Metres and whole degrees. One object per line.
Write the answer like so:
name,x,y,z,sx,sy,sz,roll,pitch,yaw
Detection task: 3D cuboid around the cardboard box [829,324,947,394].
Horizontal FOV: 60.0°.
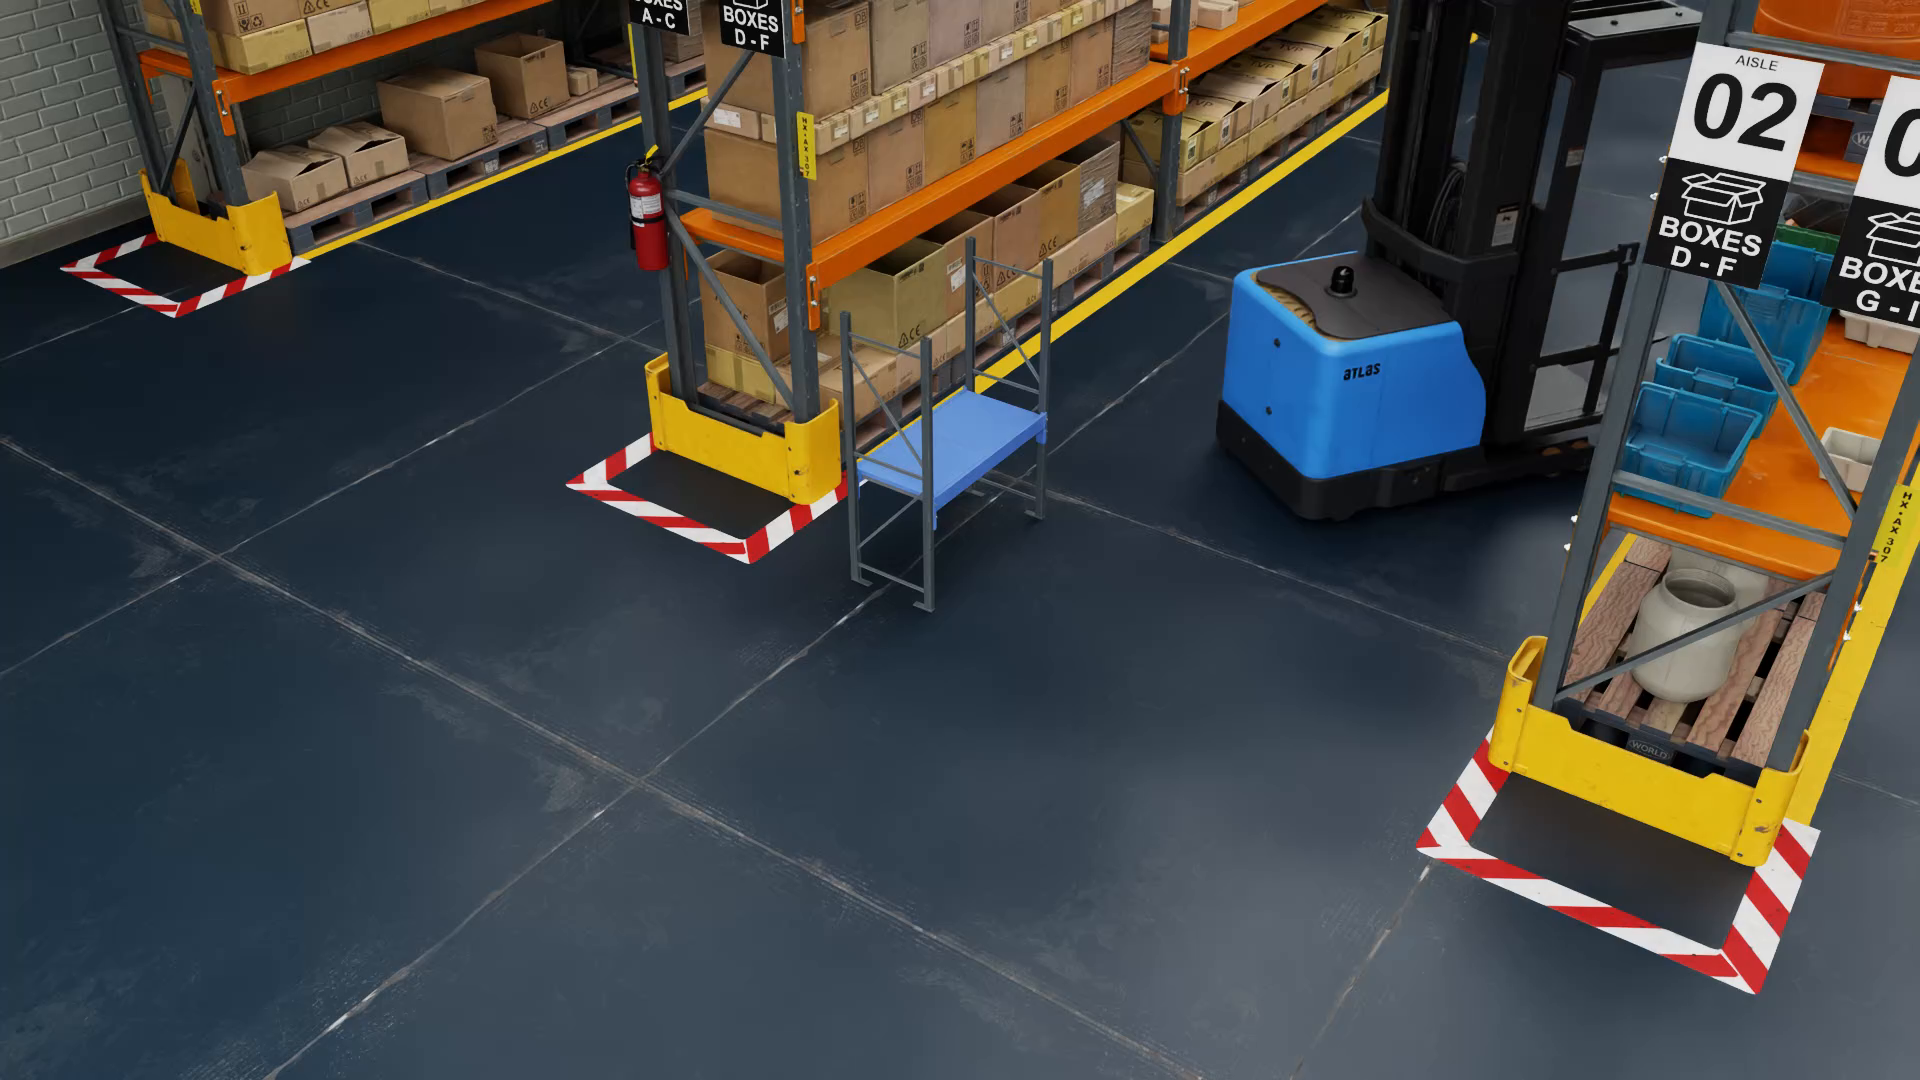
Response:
cardboard box,-0.424,-1.137,9.833,0.500,0.250,0.500,21,39,28

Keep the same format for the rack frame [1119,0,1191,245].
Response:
rack frame,1.086,-3.536,11.301,1.000,3.000,0.127,21,39,28

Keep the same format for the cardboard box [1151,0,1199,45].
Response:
cardboard box,1.331,-3.714,11.699,0.500,0.250,0.500,24,41,31

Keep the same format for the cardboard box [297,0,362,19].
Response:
cardboard box,-4.458,-3.880,11.257,0.500,0.500,0.500,21,40,28

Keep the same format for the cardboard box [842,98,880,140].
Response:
cardboard box,-0.646,-2.239,8.715,0.380,0.149,0.250,20,39,27

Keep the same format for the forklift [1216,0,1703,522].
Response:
forklift,3.033,-1.826,8.834,3.031,2.935,1.130,-12,36,-17

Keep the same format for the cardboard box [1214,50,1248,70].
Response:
cardboard box,1.949,-3.781,13.243,0.500,0.311,0.500,21,39,28

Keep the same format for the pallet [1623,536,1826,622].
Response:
pallet,4.041,0.063,8.469,1.003,0.211,1.213,21,39,28

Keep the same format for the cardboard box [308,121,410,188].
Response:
cardboard box,-4.473,-2.896,12.362,0.500,0.311,0.500,25,41,32

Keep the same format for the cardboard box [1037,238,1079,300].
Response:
cardboard box,0.435,-1.826,10.852,0.500,0.250,0.500,21,39,28

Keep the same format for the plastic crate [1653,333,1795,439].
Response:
plastic crate,3.287,-0.672,7.200,0.499,0.251,0.408,21,39,28

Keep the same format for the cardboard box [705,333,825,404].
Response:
cardboard box,-1.132,-1.071,9.736,0.500,0.250,0.500,21,39,28

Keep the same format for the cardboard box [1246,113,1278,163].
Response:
cardboard box,2.105,-3.151,12.812,0.500,0.250,0.500,20,39,27

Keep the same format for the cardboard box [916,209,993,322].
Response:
cardboard box,-0.148,-1.681,9.969,0.500,0.500,0.500,21,39,28

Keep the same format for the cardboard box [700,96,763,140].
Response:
cardboard box,-1.134,-2.242,8.719,0.380,0.149,0.250,21,39,27

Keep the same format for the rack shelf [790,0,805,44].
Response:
rack shelf,-0.055,-3.560,9.301,1.077,0.370,4.000,21,39,28

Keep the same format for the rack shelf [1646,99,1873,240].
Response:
rack shelf,4.013,-1.976,6.959,1.077,0.370,4.000,21,39,28

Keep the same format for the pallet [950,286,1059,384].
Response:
pallet,-0.097,-1.464,10.727,1.003,0.211,1.213,21,39,28

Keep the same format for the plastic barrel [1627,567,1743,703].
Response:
plastic barrel,3.185,0.418,7.300,0.421,0.512,0.421,0,34,0

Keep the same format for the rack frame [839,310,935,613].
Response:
rack frame,-0.338,-0.348,7.926,0.500,1.500,0.032,21,39,28

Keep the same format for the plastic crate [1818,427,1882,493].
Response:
plastic crate,3.647,-0.311,6.768,0.298,0.136,0.250,21,39,28

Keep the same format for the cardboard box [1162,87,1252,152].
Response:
cardboard box,1.816,-3.142,12.298,0.500,0.311,0.500,21,39,28

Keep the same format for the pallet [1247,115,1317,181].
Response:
pallet,2.169,-3.296,13.436,1.003,0.211,1.213,21,39,28

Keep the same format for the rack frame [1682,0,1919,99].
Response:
rack frame,2.872,-2.596,4.556,1.000,3.000,0.127,21,39,28

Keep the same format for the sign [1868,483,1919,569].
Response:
sign,3.322,-0.048,5.896,0.100,0.325,0.005,21,39,28

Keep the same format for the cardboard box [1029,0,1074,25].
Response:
cardboard box,0.265,-3.445,9.920,0.700,0.500,0.500,21,39,28

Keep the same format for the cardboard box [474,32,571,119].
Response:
cardboard box,-3.545,-3.773,13.490,0.500,0.500,0.500,18,38,25

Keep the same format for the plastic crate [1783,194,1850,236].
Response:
plastic crate,4.750,-1.726,8.680,0.767,0.338,0.504,21,39,28

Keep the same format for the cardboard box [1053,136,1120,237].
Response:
cardboard box,0.706,-2.372,10.990,0.500,0.500,0.500,21,39,28

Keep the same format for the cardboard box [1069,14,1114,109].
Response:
cardboard box,0.543,-3.126,10.606,0.700,0.500,0.500,21,39,28

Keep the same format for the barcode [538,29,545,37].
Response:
barcode,-3.491,-4.224,13.871,0.001,0.075,0.075,21,39,28

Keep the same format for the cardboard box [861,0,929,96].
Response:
cardboard box,-0.593,-2.753,8.896,0.700,0.500,0.500,20,39,27

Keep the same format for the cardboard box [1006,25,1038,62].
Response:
cardboard box,0.232,-2.945,9.759,0.380,0.149,0.250,23,40,30

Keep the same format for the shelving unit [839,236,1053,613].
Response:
shelving unit,-0.049,-0.582,8.272,0.538,1.500,1.048,21,39,28

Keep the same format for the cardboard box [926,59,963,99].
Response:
cardboard box,-0.207,-2.593,9.238,0.380,0.149,0.250,20,39,27

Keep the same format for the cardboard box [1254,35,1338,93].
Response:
cardboard box,2.689,-3.852,13.347,0.500,0.311,0.500,21,39,28

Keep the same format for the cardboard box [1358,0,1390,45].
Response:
cardboard box,3.861,-4.642,14.775,0.500,0.500,0.500,23,40,30

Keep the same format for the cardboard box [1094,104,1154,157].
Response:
cardboard box,1.081,-3.081,12.207,0.500,0.311,0.500,21,39,28

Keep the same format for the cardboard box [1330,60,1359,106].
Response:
cardboard box,2.976,-3.853,13.850,0.500,0.250,0.500,21,39,28

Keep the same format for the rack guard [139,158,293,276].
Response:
rack guard,-5.223,-2.275,11.668,1.175,0.500,0.348,21,39,28

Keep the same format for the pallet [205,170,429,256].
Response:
pallet,-4.731,-2.518,12.285,1.003,0.211,1.213,21,39,28

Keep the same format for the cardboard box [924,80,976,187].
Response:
cardboard box,-0.335,-2.417,9.557,0.700,0.500,0.500,22,40,28

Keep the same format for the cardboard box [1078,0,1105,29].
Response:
cardboard box,0.668,-3.297,10.279,0.380,0.149,0.250,21,39,28

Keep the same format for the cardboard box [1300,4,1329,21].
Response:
cardboard box,2.827,-4.497,14.301,0.500,0.311,0.500,23,40,30

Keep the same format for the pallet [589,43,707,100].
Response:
pallet,-2.543,-4.320,14.950,1.003,0.211,1.213,21,39,28

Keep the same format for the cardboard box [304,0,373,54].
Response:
cardboard box,-4.443,-3.588,11.495,0.500,0.250,0.500,20,39,27

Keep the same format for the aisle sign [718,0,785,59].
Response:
aisle sign,-0.981,-2.644,7.661,0.394,0.787,0.004,21,39,28

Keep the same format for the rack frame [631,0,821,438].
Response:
rack frame,-1.195,-1.695,8.579,1.000,3.000,0.127,21,39,28
